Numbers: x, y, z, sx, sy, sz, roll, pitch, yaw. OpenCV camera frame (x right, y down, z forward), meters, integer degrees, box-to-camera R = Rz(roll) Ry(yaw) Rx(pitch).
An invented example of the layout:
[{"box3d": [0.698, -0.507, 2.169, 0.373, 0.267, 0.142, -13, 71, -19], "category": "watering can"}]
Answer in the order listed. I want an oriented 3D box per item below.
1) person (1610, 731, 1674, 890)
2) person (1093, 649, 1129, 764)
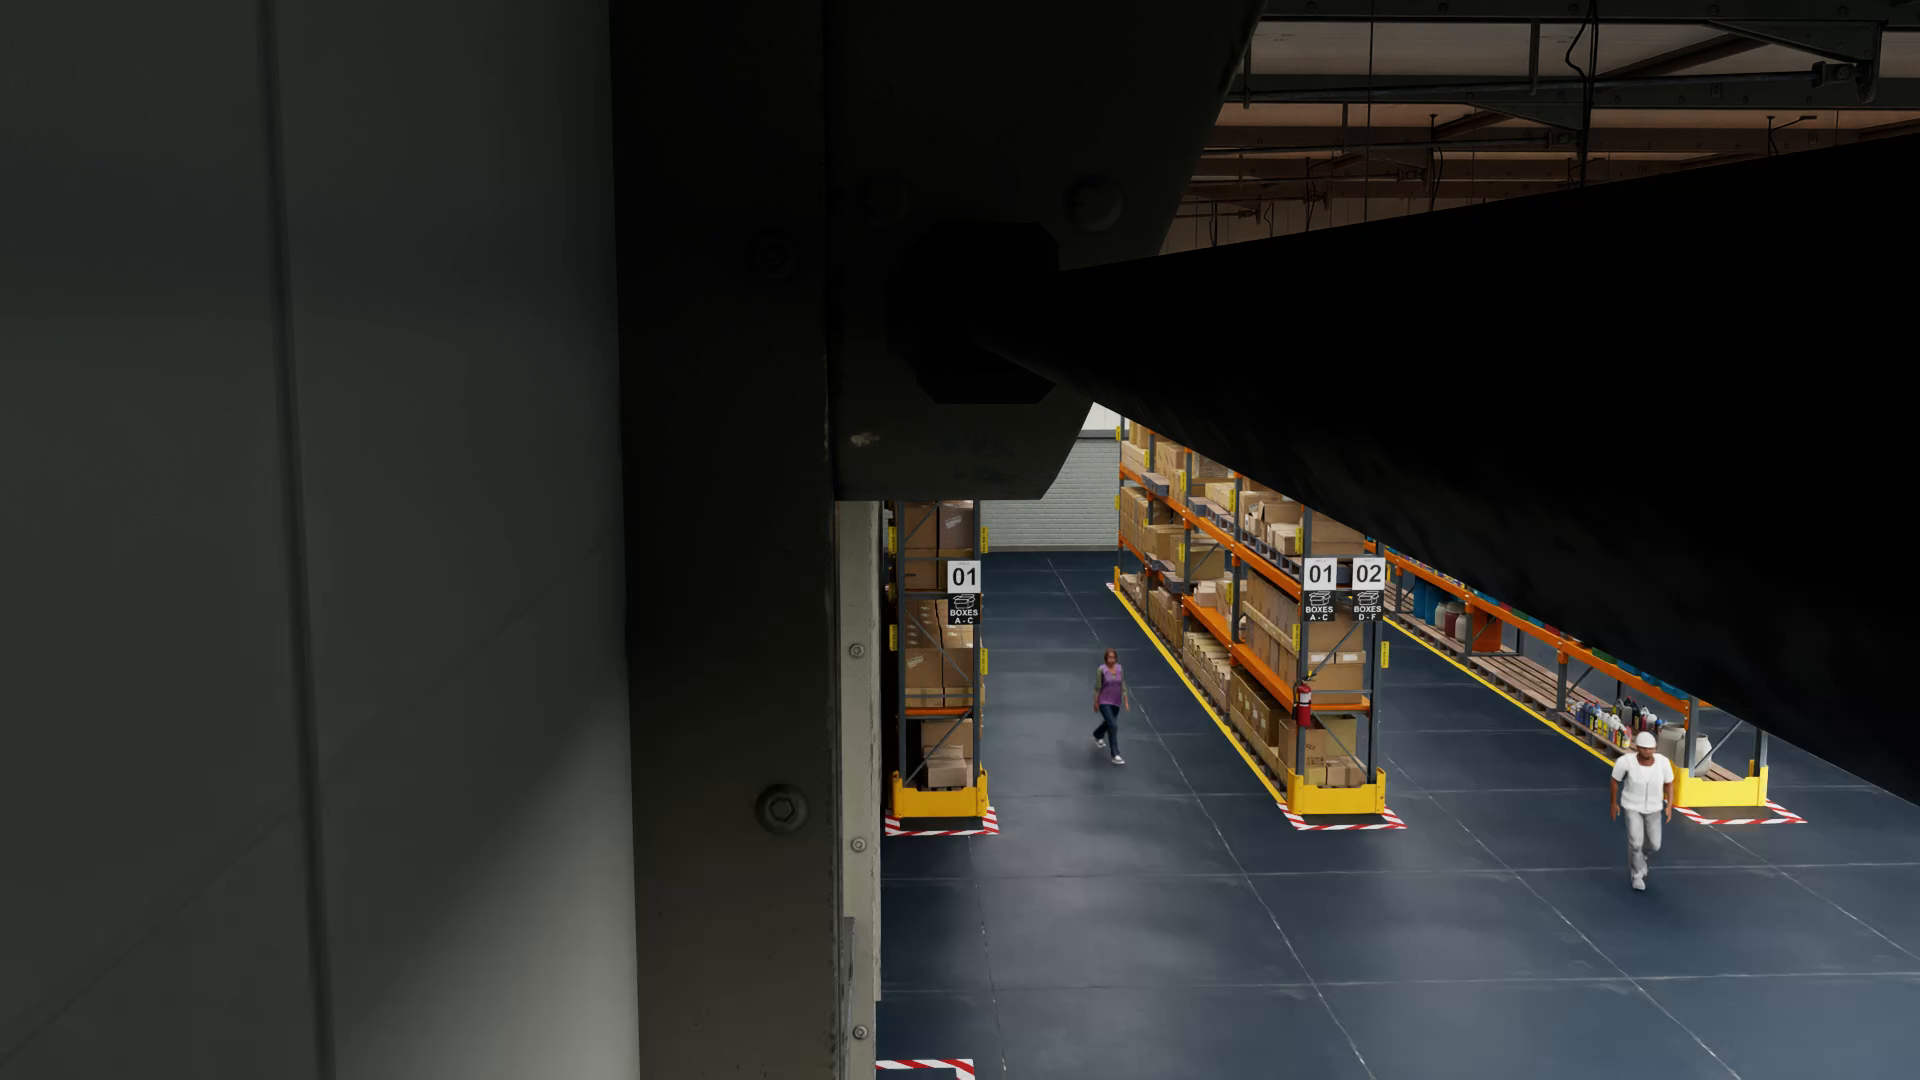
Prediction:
[{"box3d": [7.386, 2.890, 18.061, 0.636, 1.739, 0.678, 1, 8, 7], "category": "person"}, {"box3d": [2.064, 2.246, 23.020, 0.414, 1.540, 0.980, -4, 9, -27], "category": "person"}]
